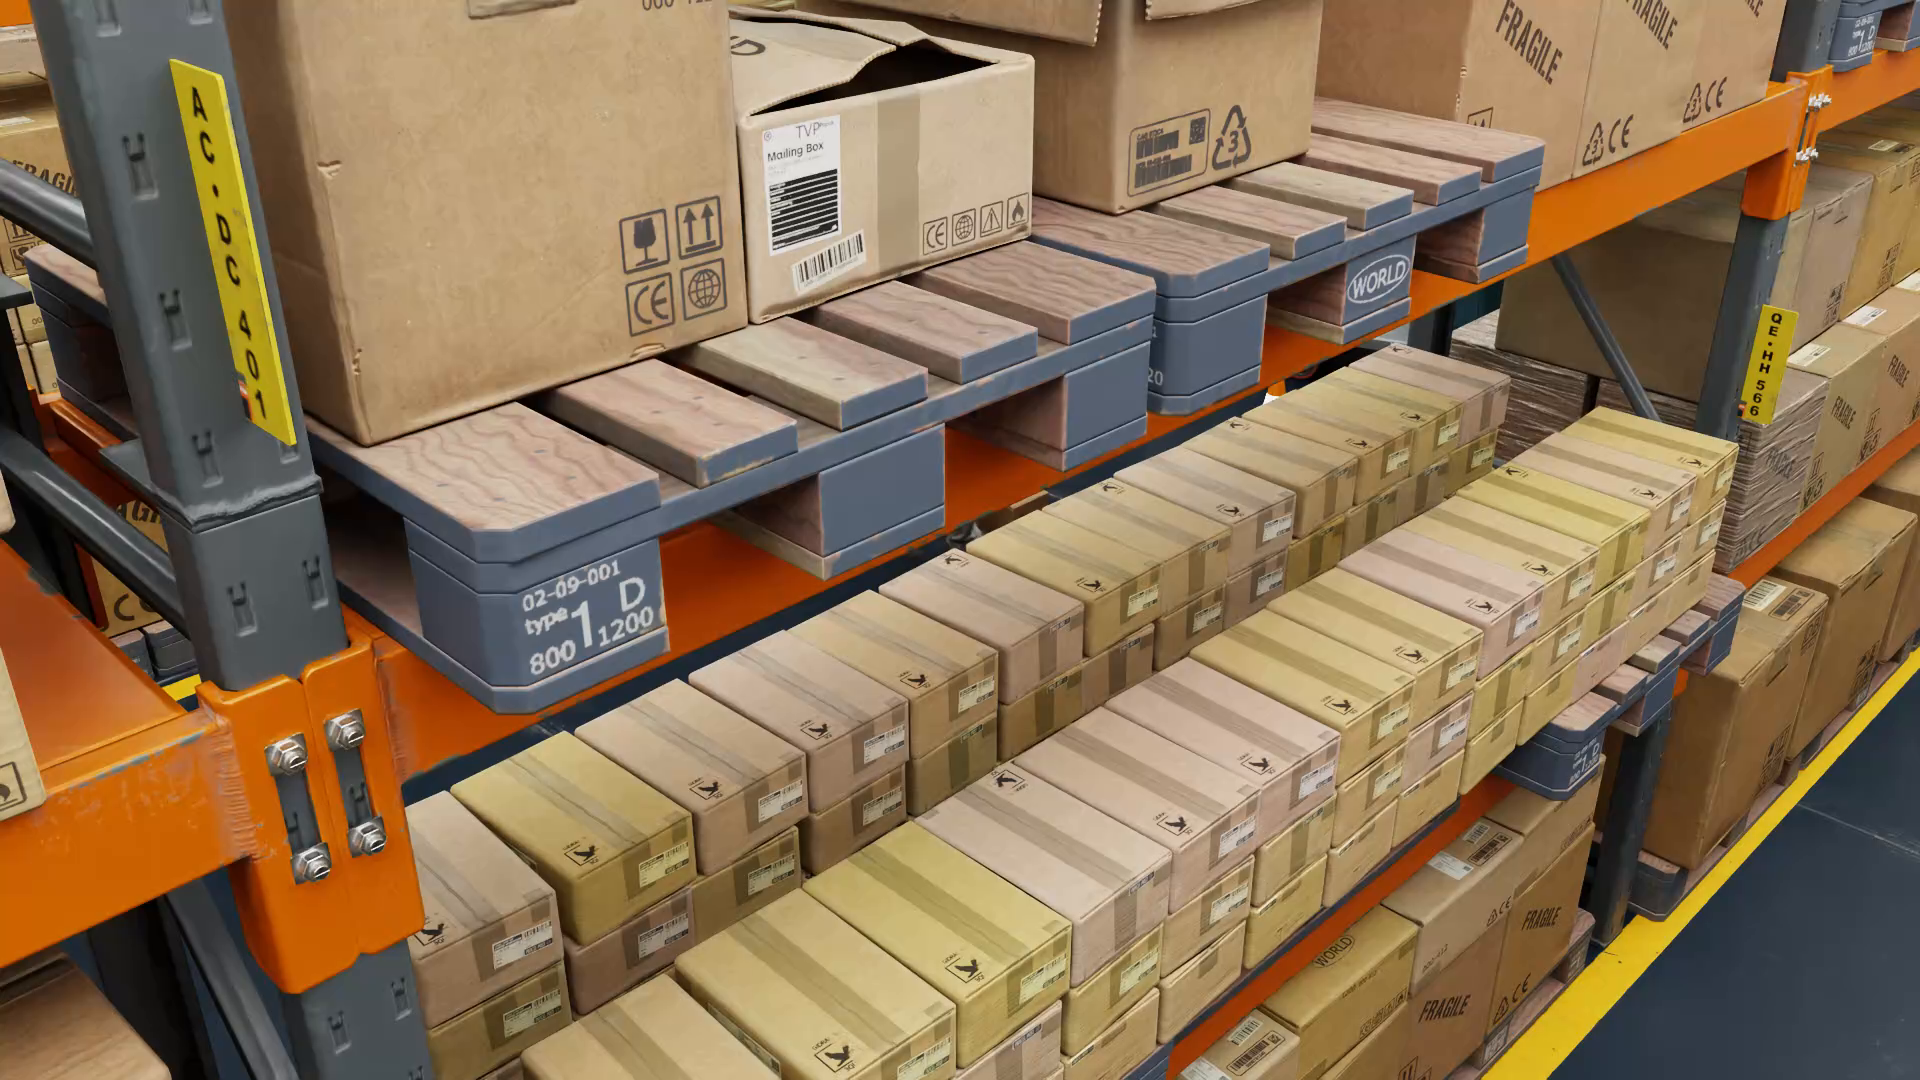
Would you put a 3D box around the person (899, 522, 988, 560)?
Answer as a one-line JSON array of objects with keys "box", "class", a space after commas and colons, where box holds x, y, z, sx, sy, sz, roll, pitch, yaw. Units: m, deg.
[{"box": [-0.043, -0.678, 7.381, 0.636, 1.771, 0.675, 16, 31, 27], "class": "person"}]
